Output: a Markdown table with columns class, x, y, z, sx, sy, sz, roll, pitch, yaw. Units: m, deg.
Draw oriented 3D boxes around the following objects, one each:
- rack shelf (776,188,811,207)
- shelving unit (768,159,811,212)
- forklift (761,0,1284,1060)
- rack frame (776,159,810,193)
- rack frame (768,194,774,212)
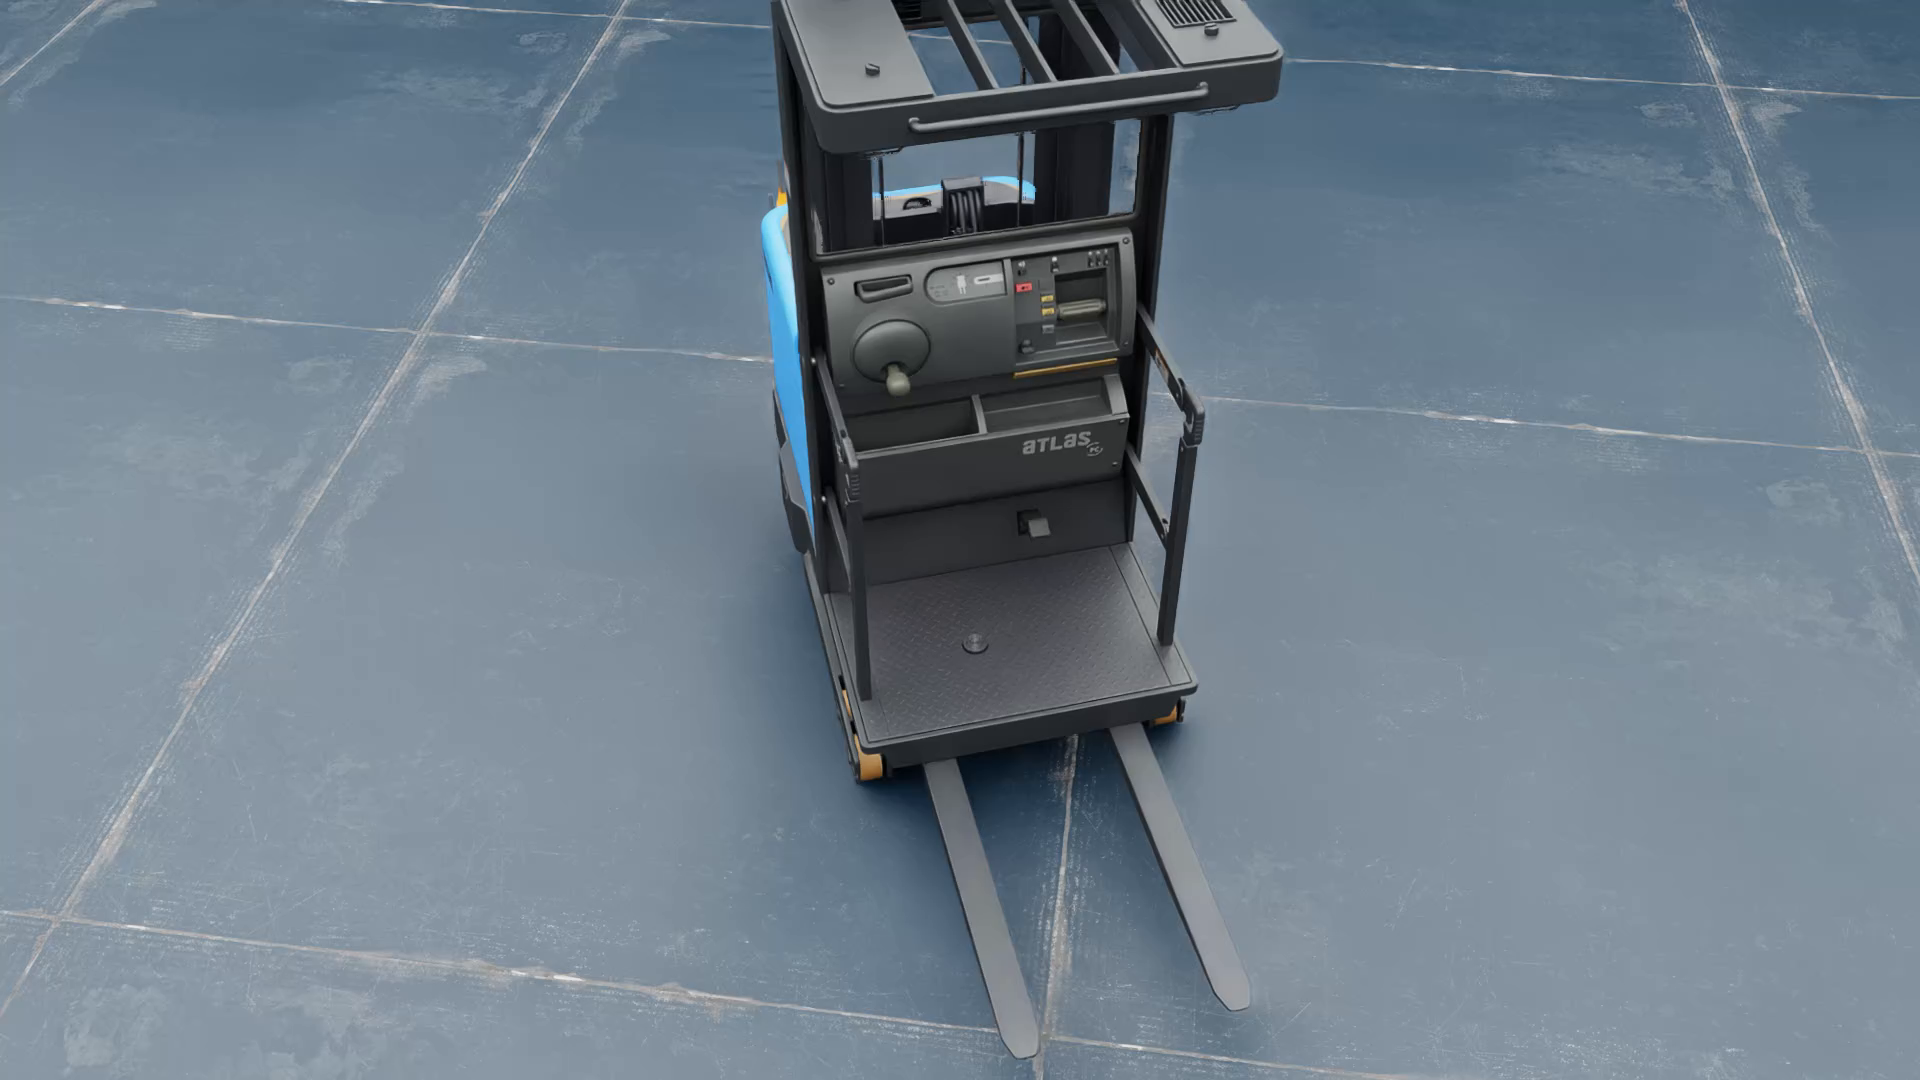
| class | x | y | z | sx | sy | sz | roll | pitch | yaw |
| --- | --- | --- | --- | --- | --- | --- | --- | --- | --- |
| rack shelf | -0.593 | -1.156 | 6.310 | 0.215 | 0.259 | 0.240 | 2 | 43 | 2 |
| shelving unit | -0.593 | -0.958 | 6.498 | 0.215 | 1.050 | 0.252 | 2 | 43 | 2 |
| forklift | 0.118 | -0.576 | 4.726 | 1.130 | 2.935 | 3.031 | -9 | 44 | -10 |
| rack frame | -0.588 | -1.042 | 6.586 | 0.200 | 1.050 | 0.008 | 2 | 43 | 2 |
| rack frame | -0.599 | -0.874 | 6.409 | 0.200 | 1.050 | 0.008 | 2 | 43 | 2 |
